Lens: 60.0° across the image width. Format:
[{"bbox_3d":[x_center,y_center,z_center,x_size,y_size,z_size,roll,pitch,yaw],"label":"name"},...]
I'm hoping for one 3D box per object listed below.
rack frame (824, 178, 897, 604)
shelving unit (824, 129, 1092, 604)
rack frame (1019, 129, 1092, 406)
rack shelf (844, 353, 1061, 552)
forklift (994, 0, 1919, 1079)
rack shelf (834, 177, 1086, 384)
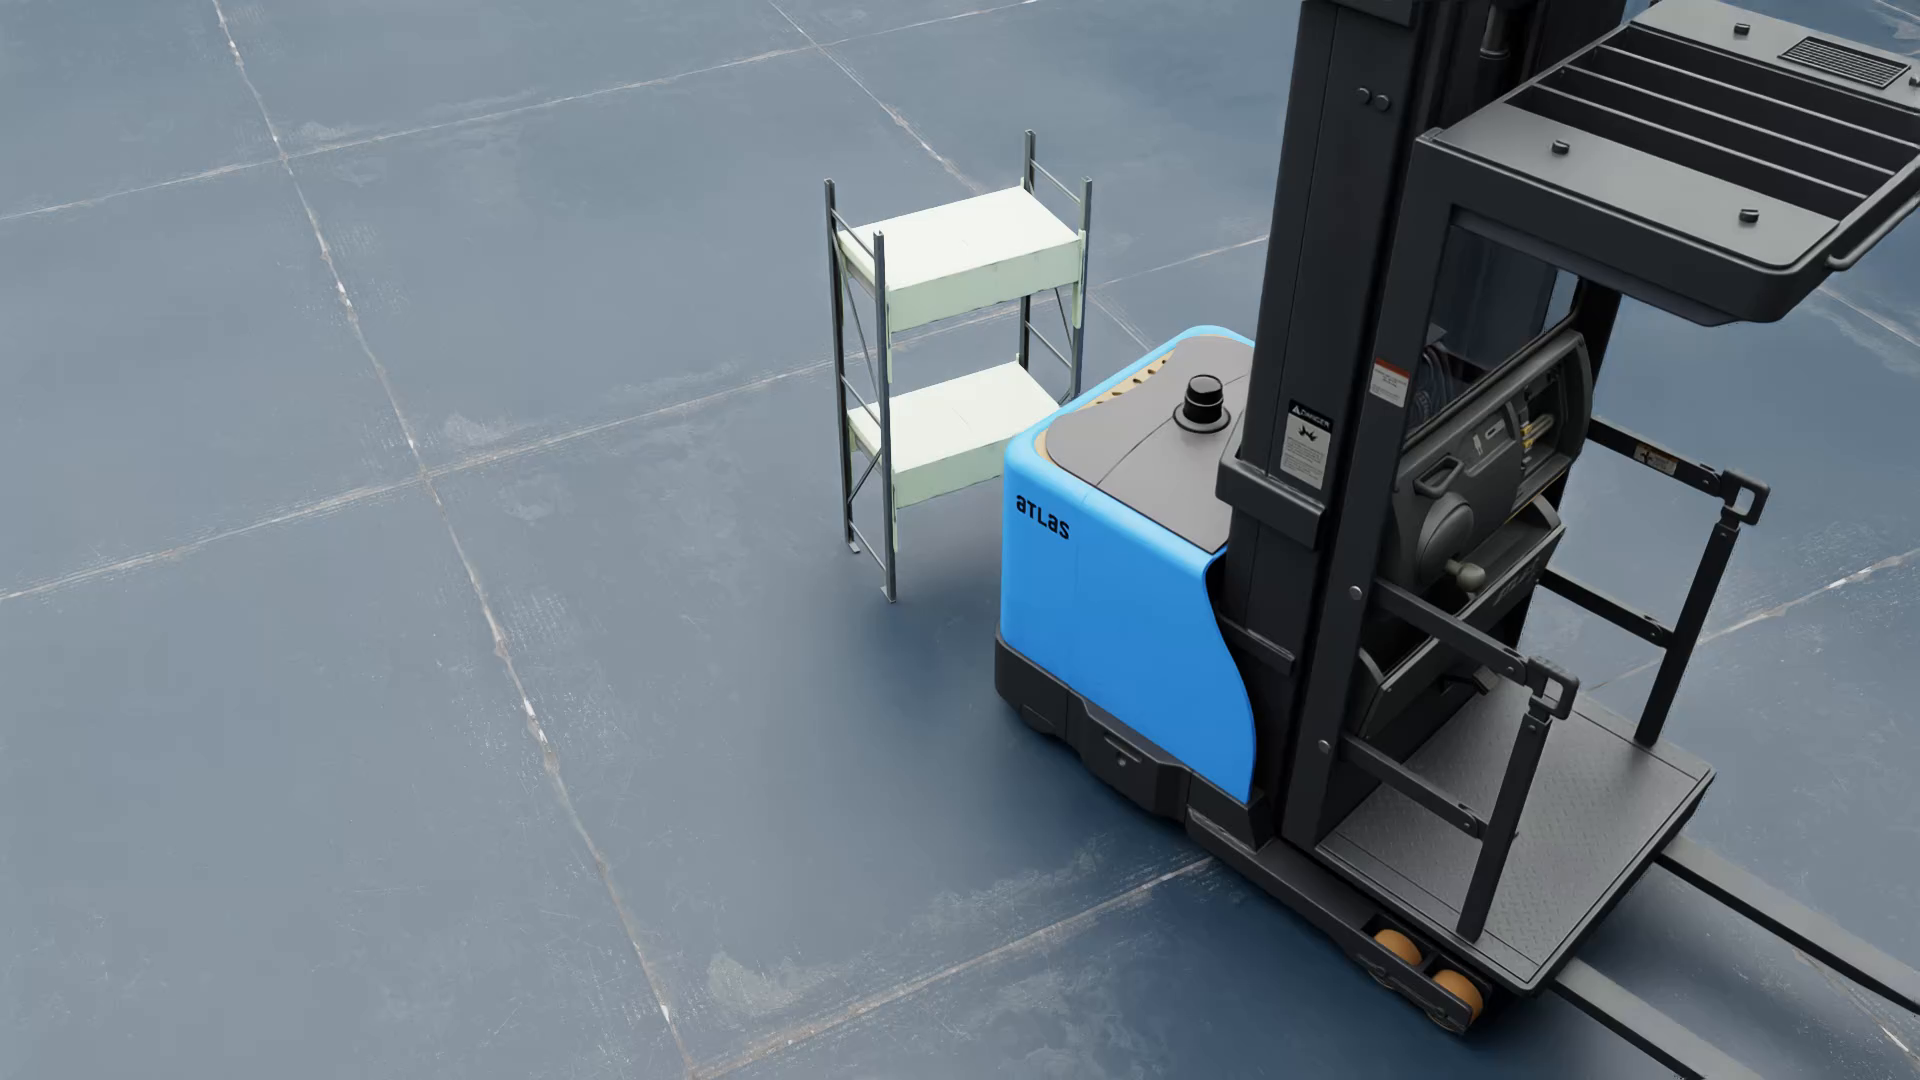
[{"bbox_3d":[-0.331,-0.461,5.634,0.023,1.500,0.400,-19,44,-21],"label":"rack frame"},{"bbox_3d":[-0.006,-0.570,5.763,0.755,1.500,0.431,-19,44,-21],"label":"shelving unit"},{"bbox_3d":[0.319,-0.680,5.892,0.023,1.500,0.400,-19,44,-21],"label":"rack frame"},{"bbox_3d":[-0.006,-0.322,5.974,0.720,0.370,0.431,-19,44,-21],"label":"rack shelf"},{"bbox_3d":[1.517,-0.137,4.143,3.031,2.935,1.130,33,50,32],"label":"forklift"},{"bbox_3d":[-0.006,-0.868,5.511,0.720,0.370,0.431,-19,44,-21],"label":"rack shelf"}]
